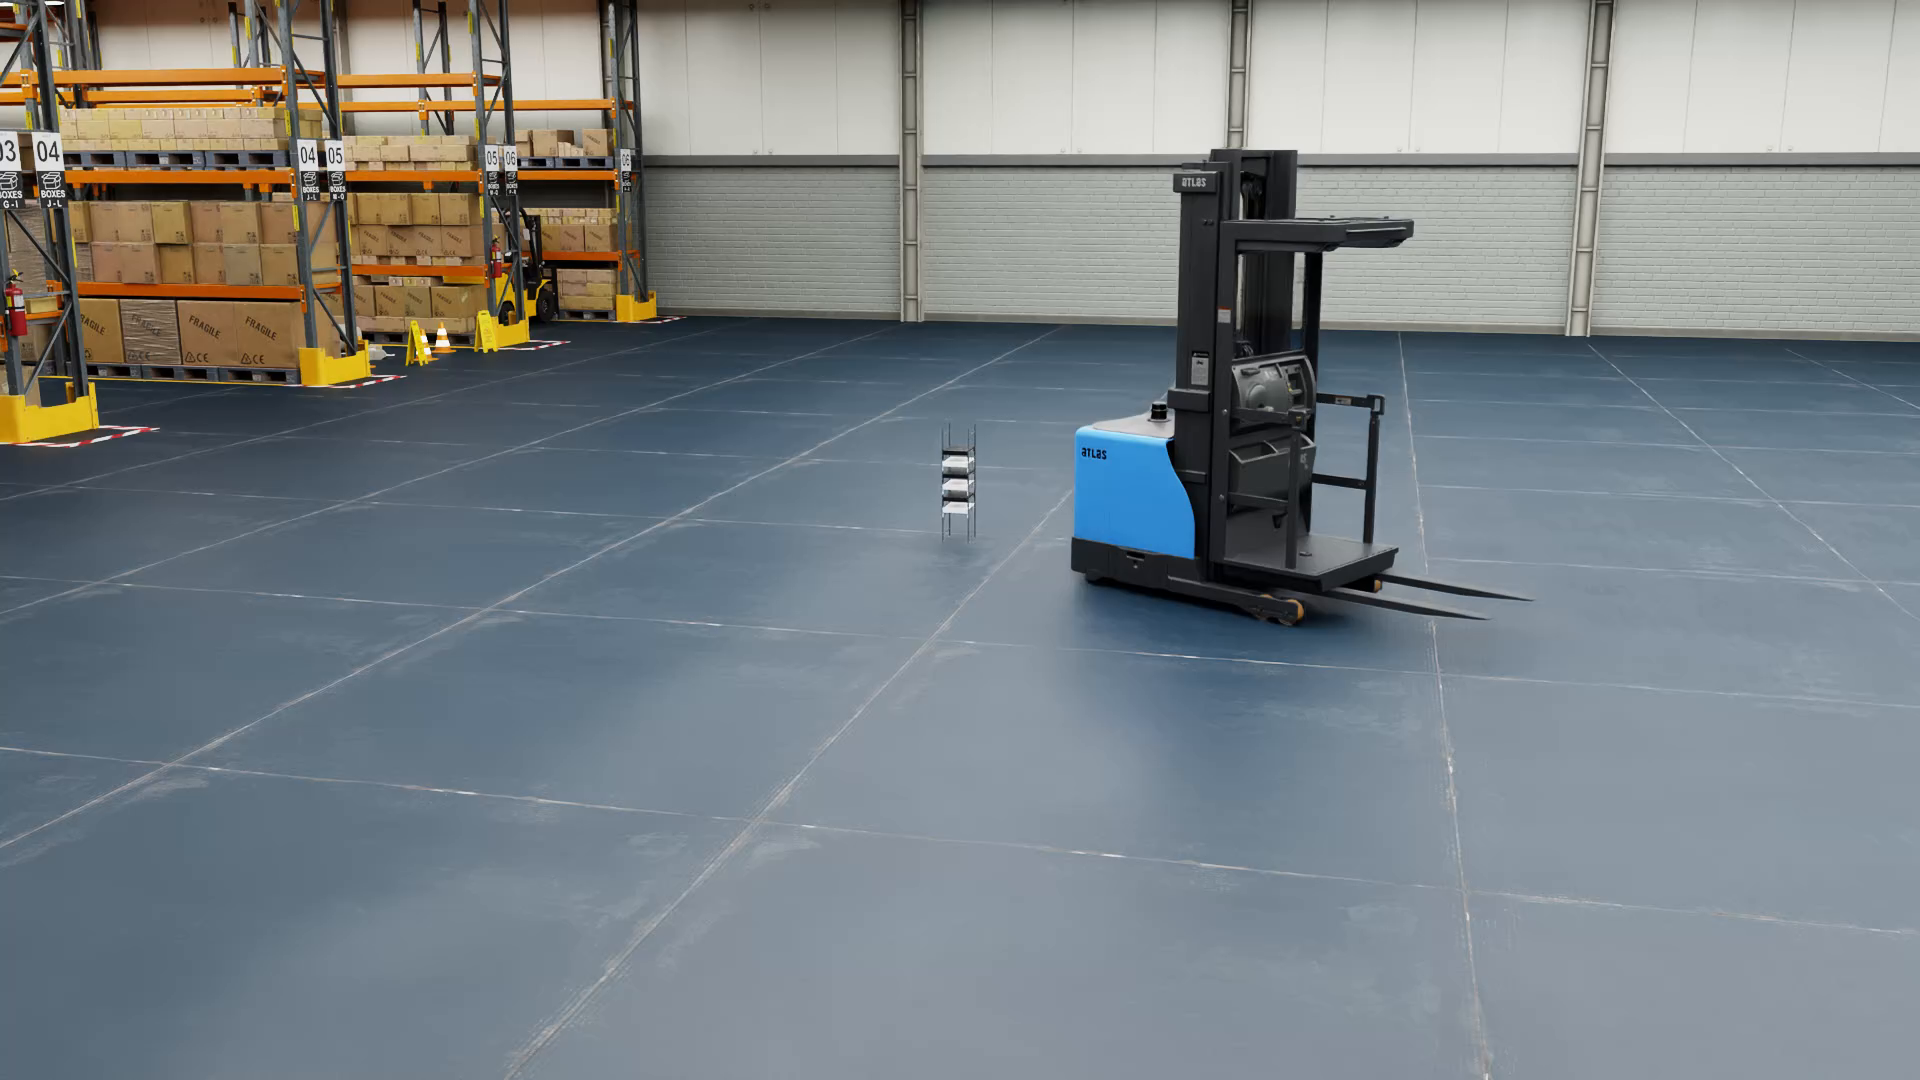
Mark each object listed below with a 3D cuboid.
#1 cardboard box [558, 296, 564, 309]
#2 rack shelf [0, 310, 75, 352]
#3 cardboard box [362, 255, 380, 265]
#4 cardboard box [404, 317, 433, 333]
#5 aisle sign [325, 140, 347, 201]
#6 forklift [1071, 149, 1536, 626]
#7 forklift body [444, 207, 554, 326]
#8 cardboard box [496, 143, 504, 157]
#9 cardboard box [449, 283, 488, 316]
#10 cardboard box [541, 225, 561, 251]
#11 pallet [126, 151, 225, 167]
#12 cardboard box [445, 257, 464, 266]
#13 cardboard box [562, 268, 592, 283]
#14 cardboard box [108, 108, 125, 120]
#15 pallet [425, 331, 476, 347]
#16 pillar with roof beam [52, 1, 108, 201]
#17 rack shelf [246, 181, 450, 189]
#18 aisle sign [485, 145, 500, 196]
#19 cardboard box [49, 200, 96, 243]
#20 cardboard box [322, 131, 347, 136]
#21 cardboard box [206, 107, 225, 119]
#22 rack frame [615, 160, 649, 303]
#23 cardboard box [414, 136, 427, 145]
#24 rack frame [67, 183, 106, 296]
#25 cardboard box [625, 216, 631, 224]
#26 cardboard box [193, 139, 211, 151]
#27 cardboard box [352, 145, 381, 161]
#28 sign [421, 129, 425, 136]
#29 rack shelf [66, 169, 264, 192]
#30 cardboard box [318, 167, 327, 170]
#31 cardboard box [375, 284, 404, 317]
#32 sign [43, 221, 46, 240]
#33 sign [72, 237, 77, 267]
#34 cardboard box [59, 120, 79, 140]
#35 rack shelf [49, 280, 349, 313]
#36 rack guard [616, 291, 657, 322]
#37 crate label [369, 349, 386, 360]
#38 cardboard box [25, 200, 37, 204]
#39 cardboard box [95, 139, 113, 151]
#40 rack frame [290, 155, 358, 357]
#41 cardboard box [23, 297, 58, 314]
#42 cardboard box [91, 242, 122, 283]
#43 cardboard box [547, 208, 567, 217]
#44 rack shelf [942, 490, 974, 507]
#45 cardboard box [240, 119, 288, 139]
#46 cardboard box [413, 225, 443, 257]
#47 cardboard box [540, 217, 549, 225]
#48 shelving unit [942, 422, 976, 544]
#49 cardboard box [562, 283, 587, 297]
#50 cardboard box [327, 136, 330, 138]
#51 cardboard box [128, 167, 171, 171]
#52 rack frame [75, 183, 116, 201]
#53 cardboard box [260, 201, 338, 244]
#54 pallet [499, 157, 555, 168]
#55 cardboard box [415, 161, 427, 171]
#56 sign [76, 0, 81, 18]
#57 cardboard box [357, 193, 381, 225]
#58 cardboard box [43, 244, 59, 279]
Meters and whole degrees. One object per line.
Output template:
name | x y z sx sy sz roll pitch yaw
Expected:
cardboard box | -7.765 -4.612 32.151 0.500 0.250 0.500 3 13 14
rack shelf | -11.771 -2.361 18.284 4.000 0.370 1.077 3 13 14
cardboard box | -9.618 -4.618 27.376 0.250 0.149 0.380 3 13 13
cardboard box | -8.805 -3.569 27.447 0.500 0.250 0.500 3 13 14
aisle sign | -8.402 -4.975 22.402 0.004 0.787 0.394 3 13 14
forklift | 2.209 -1.019 10.736 3.031 2.935 1.130 11 17 41
forklift body | -8.547 -5.037 30.643 1.214 2.155 2.313 3 13 14
cardboard box | -8.784 -7.455 31.771 0.258 0.266 0.396 3 13 12
cardboard box | -8.195 -4.022 27.758 0.500 0.500 0.500 3 13 12
cardboard box | -7.809 -5.811 31.942 0.500 0.500 0.500 3 13 12
pallet | -10.453 -5.166 22.548 1.213 0.211 1.003 3 13 14
cardboard box | -8.141 -4.534 26.997 0.250 0.149 0.380 3 13 13
cardboard box | -7.288 -5.071 31.907 0.500 0.250 0.500 3 13 15
cardboard box | -11.164 -5.696 22.267 0.250 0.149 0.380 3 13 14
pallet | -8.309 -3.384 27.675 1.213 0.211 1.003 3 13 14
pillar with roof beam | -19.411 -8.608 30.931 0.548 9.000 9.100 3 13 14
rack shelf | -12.094 -7.161 32.993 4.000 0.370 1.077 3 13 14
aisle sign | -7.464 -5.897 26.561 0.004 0.787 0.394 3 13 14
cardboard box | -12.076 -4.428 23.100 0.550 0.550 0.875 3 13 14
cardboard box | -12.403 -7.777 32.678 0.500 0.500 0.500 3 13 15
cardboard box | -9.693 -5.617 21.912 0.250 0.149 0.380 3 13 14
rack frame | -6.269 -5.736 31.837 0.127 3.000 1.000 3 13 14
cardboard box | -8.581 -6.433 26.794 0.250 0.149 0.380 3 13 14
rack frame | -15.222 -5.107 29.003 0.127 3.000 1.000 3 13 14
cardboard box | -6.536 -6.174 32.081 0.250 0.149 0.380 3 13 12
cardboard box | -9.935 -5.240 22.057 0.250 0.149 0.380 3 13 13
cardboard box | -9.500 -6.276 27.006 0.500 0.250 0.500 3 13 14
sign | -10.273 -7.700 31.841 0.005 0.325 0.100 3 13 14
rack shelf | -13.280 -6.117 28.288 4.000 0.370 1.077 3 13 14
cardboard box | -10.353 -6.137 27.300 0.250 0.149 0.380 3 13 15
cardboard box | -9.291 -3.962 27.486 0.500 0.500 0.500 3 13 12
sign | -12.546 -4.266 22.718 0.005 0.325 0.100 3 13 14
sign | -9.699 -3.145 18.159 0.005 0.325 0.100 3 13 14
cardboard box | -12.018 -5.560 22.575 0.500 0.250 0.500 3 13 14
rack shelf | -10.484 -3.399 22.962 4.000 0.370 1.077 3 13 14
rack guard | -6.246 -4.515 32.102 0.348 0.500 1.175 3 13 14
crate label | -8.895 -2.822 25.313 0.298 0.136 0.250 -4 13 -16
cardboard box | -15.786 -5.616 28.757 0.500 0.500 0.500 3 13 12
cardboard box | -11.417 -5.319 22.413 0.250 0.149 0.380 3 13 13
rack frame | -8.542 -3.646 22.416 0.127 3.000 1.000 3 13 14
cardboard box | -10.048 -2.550 18.058 0.250 0.149 0.380 3 13 14
cardboard box | -11.525 -3.886 23.153 0.550 0.550 0.875 3 13 14
cardboard box | -7.678 -6.254 31.756 0.250 0.149 0.380 3 13 15
rack shelf | -0.008 -0.319 12.839 0.200 0.077 0.258 3 13 14
cardboard box | -9.085 -5.403 21.869 0.500 0.250 0.500 3 13 14
cardboard box | -8.533 -4.883 27.076 0.500 0.500 0.500 3 13 14
cardboard box | -7.924 -6.122 31.848 0.250 0.149 0.380 3 13 14
shelving unit | -0.008 -0.440 12.812 0.210 0.900 0.258 3 13 14
cardboard box | -7.301 -4.831 31.980 0.500 0.250 0.500 3 13 13
cardboard box | -10.095 -6.501 27.100 0.250 0.149 0.380 3 13 12
cardboard box | -13.734 -6.549 28.337 0.637 0.503 0.797 3 13 14
rack frame | -17.919 -6.359 34.644 0.127 3.000 1.000 3 13 14
cardboard box | -8.893 -4.274 22.406 0.550 0.550 0.875 3 13 14
pallet | -8.137 -7.262 31.995 1.213 0.211 1.003 3 13 14
cardboard box | -8.597 -6.048 26.896 0.250 0.149 0.380 3 13 14
sign | -12.269 -7.431 23.104 0.005 0.325 0.100 3 13 14
cardboard box | -9.463 -5.443 27.288 0.500 0.500 0.700 3 13 13
cardboard box | -12.997 -3.873 23.210 0.500 0.500 0.500 3 13 13
